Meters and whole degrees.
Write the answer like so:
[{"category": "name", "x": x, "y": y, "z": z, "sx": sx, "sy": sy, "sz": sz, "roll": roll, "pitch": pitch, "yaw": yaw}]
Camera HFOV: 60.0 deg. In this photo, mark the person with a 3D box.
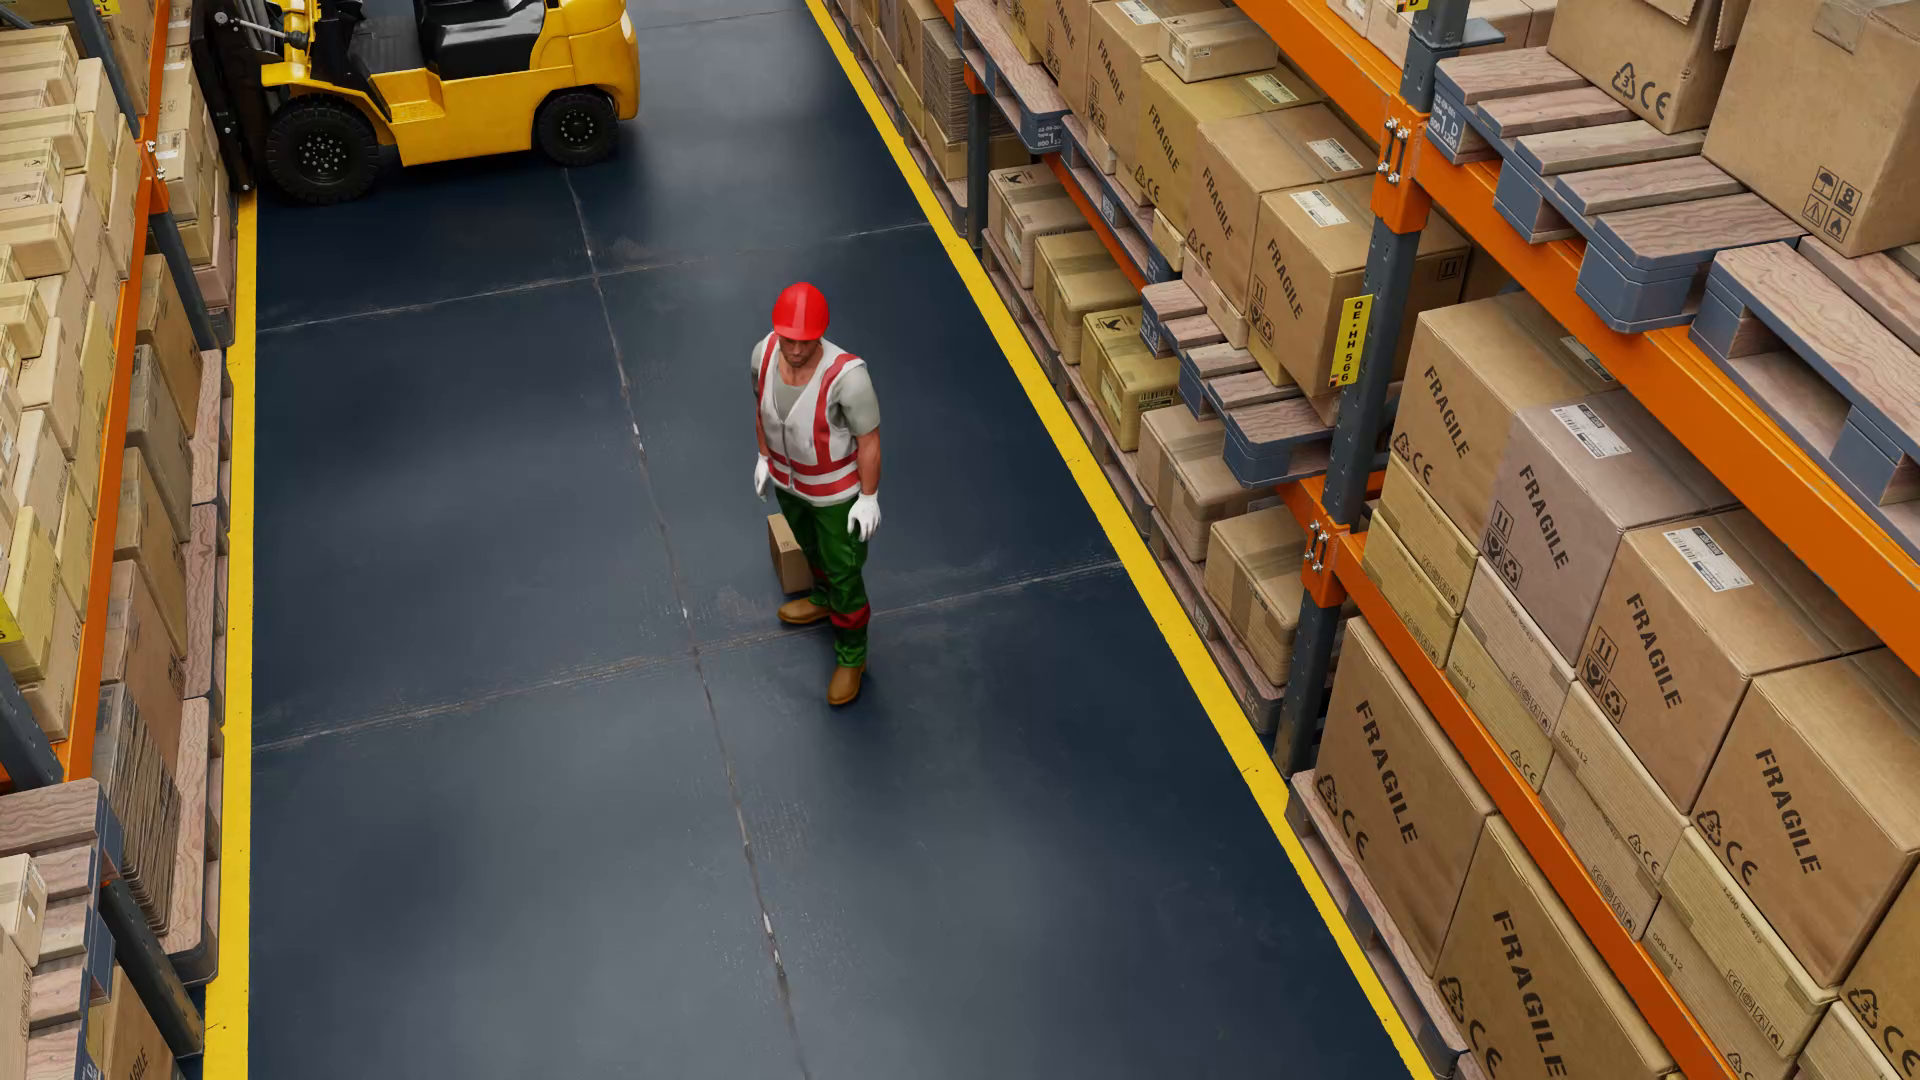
[{"category": "person", "x": -0.555, "y": -0.210, "z": 6.344, "sx": 0.576, "sy": 1.789, "sz": 0.513, "roll": 26, "pitch": 48, "yaw": 26}]
